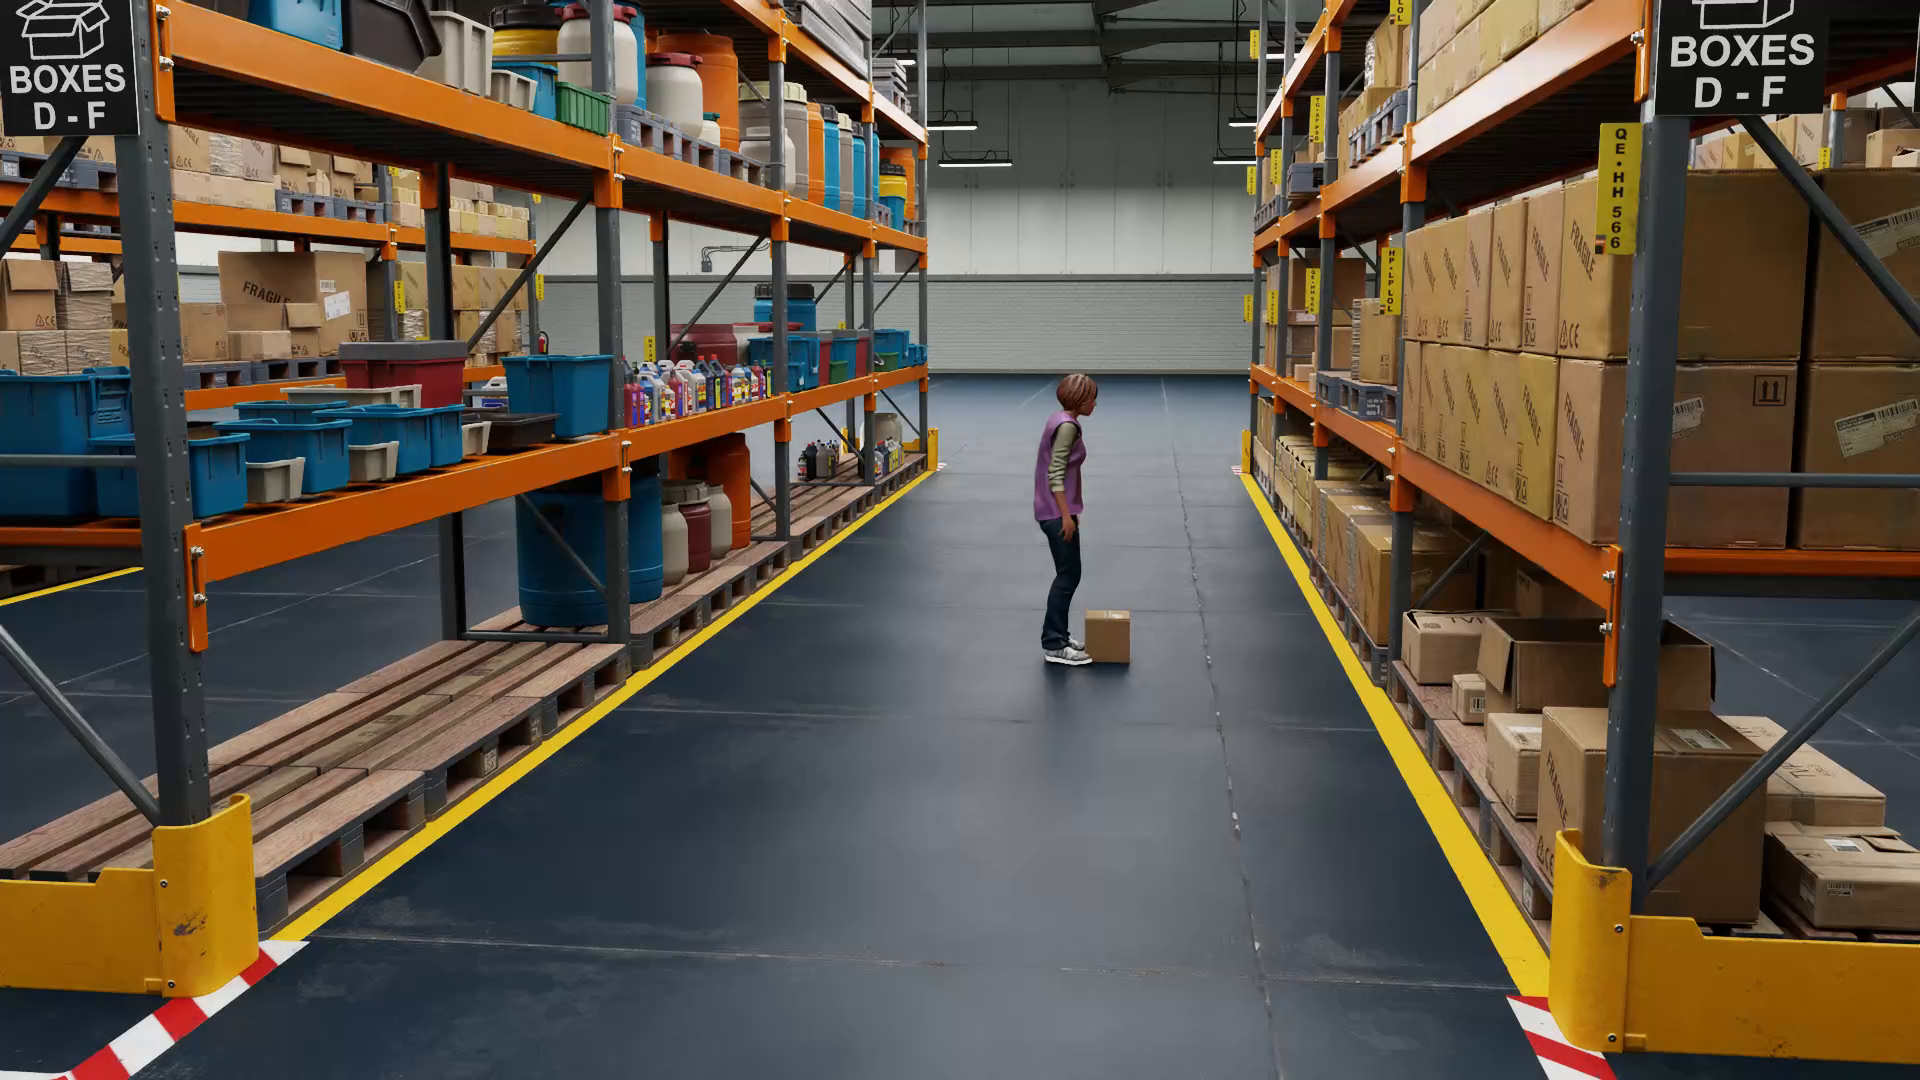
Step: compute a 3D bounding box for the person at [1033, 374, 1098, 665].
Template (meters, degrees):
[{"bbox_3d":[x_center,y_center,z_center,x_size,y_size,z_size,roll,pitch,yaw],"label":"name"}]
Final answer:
[{"bbox_3d":[0.583,-0.125,9.261,0.348,1.591,0.459,1,8,6],"label":"person"}]
